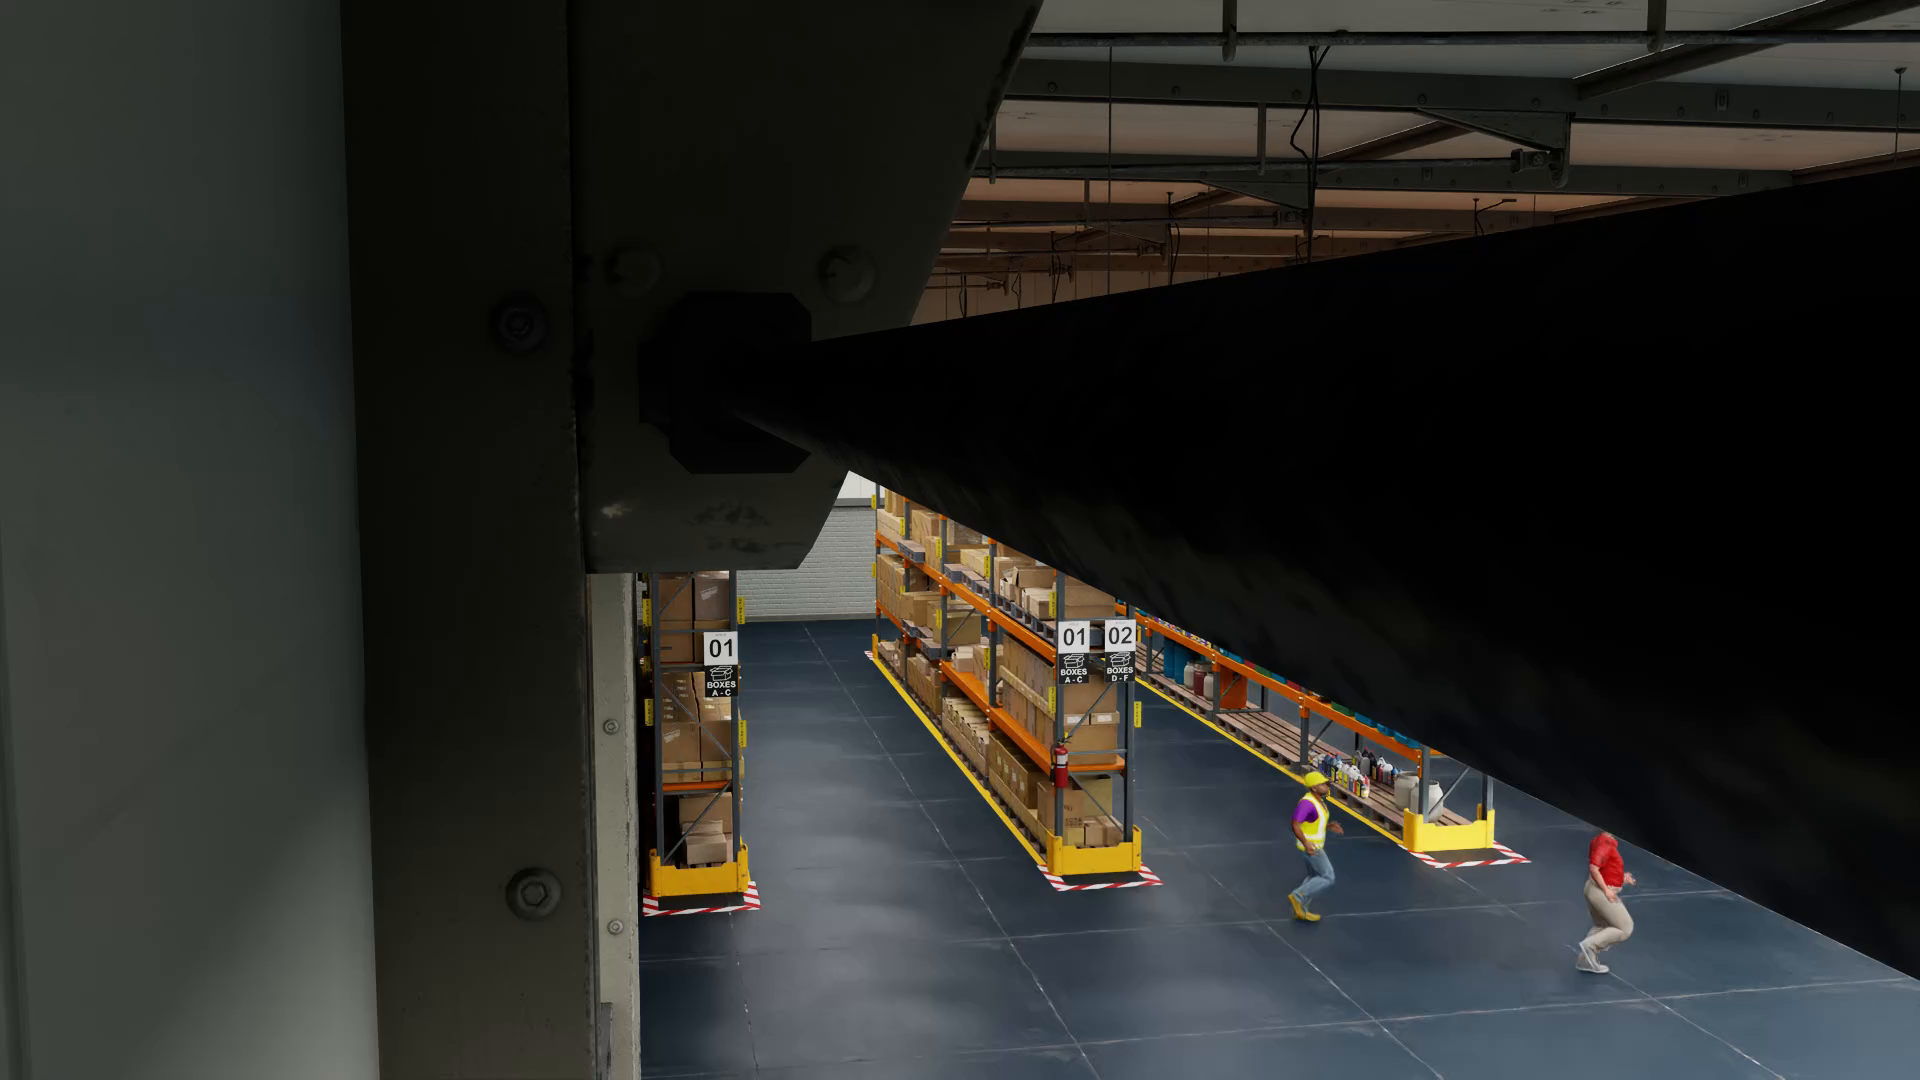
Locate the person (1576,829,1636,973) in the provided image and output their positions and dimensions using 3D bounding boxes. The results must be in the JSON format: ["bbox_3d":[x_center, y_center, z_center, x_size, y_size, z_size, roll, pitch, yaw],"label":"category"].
[{"bbox_3d":[6.795,3.711,17.440,0.592,1.673,0.604,1,6,9],"label":"person"}]

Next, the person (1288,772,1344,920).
[{"bbox_3d":[4.094,3.511,19.102,0.594,1.729,0.681,2,6,15],"label":"person"}]
